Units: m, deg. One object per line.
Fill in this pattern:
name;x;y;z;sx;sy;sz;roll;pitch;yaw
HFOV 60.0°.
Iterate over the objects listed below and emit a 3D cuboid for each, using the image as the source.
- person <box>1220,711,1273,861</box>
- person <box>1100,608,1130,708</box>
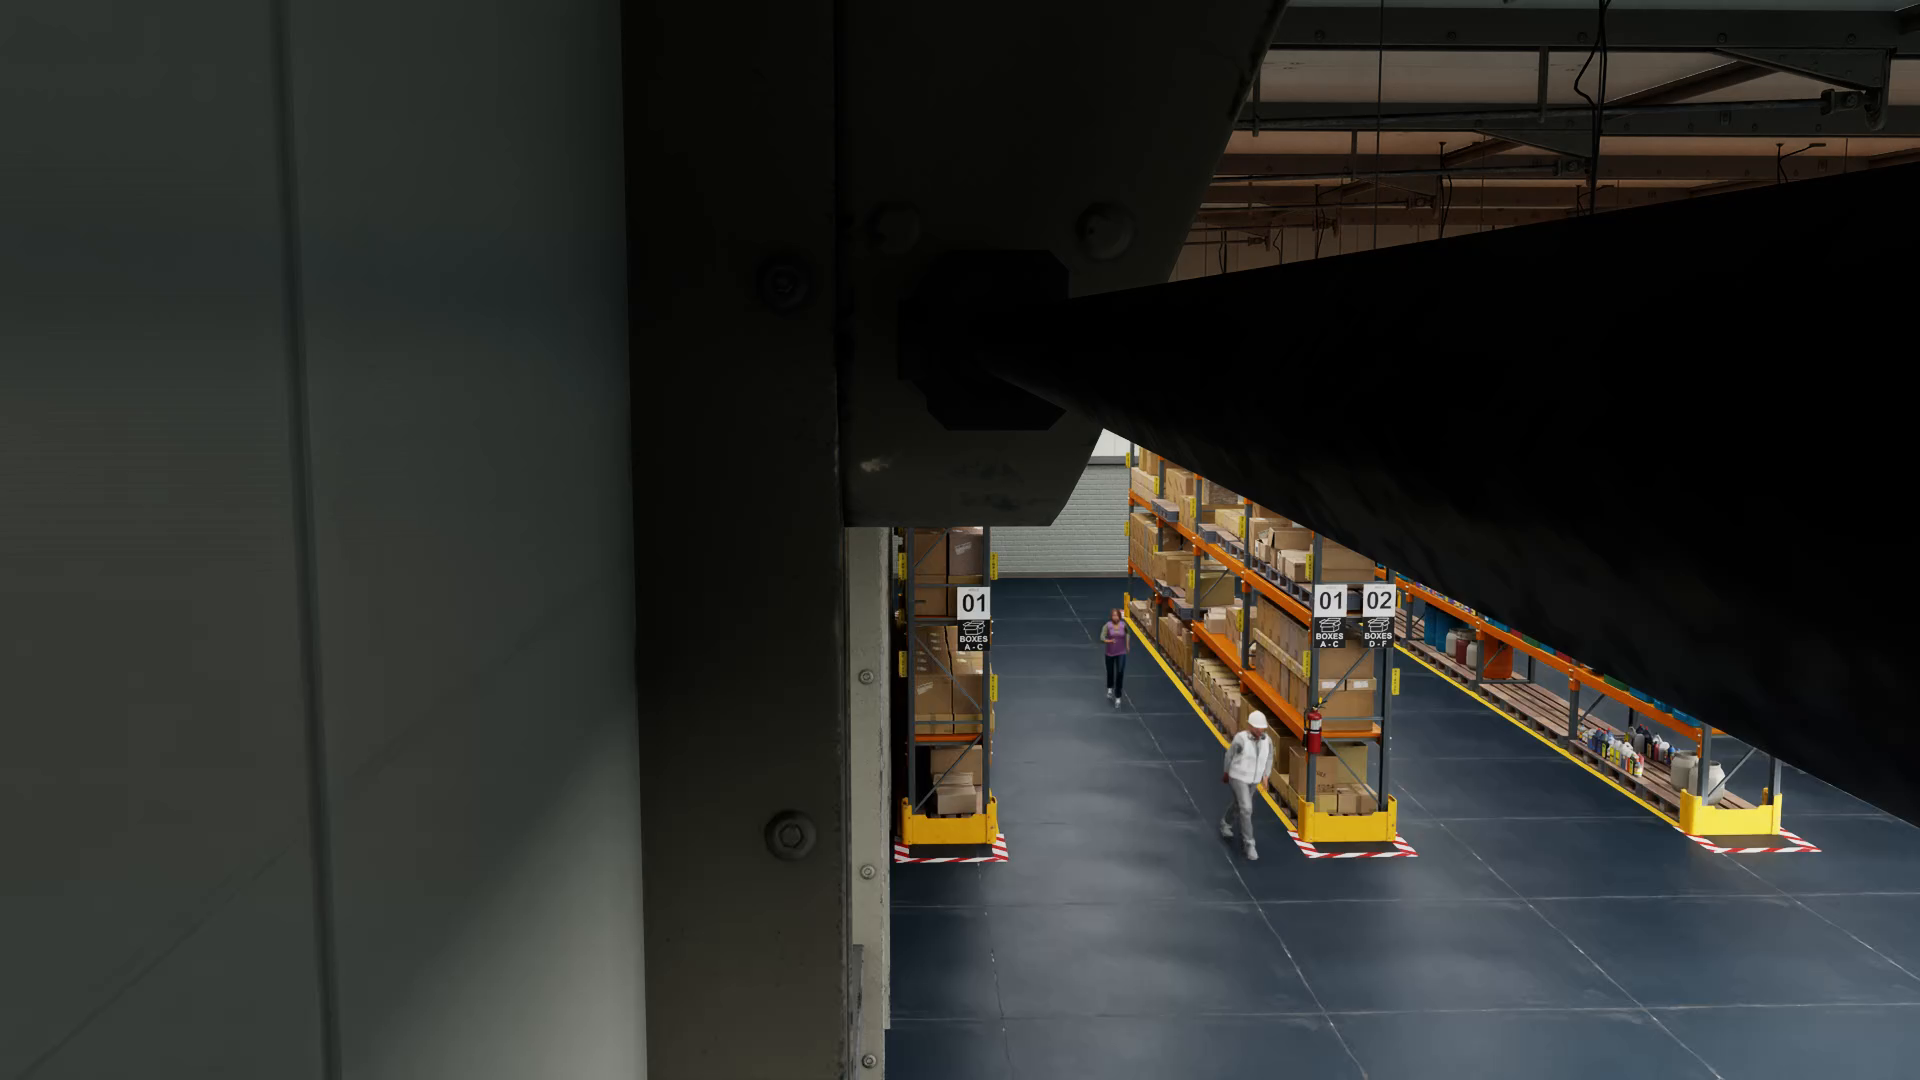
person;3.476;2.891;20.232;0.599;1.719;1.017;-4;9;-31
person;2.606;1.943;27.980;0.525;1.626;0.823;0;7;1
